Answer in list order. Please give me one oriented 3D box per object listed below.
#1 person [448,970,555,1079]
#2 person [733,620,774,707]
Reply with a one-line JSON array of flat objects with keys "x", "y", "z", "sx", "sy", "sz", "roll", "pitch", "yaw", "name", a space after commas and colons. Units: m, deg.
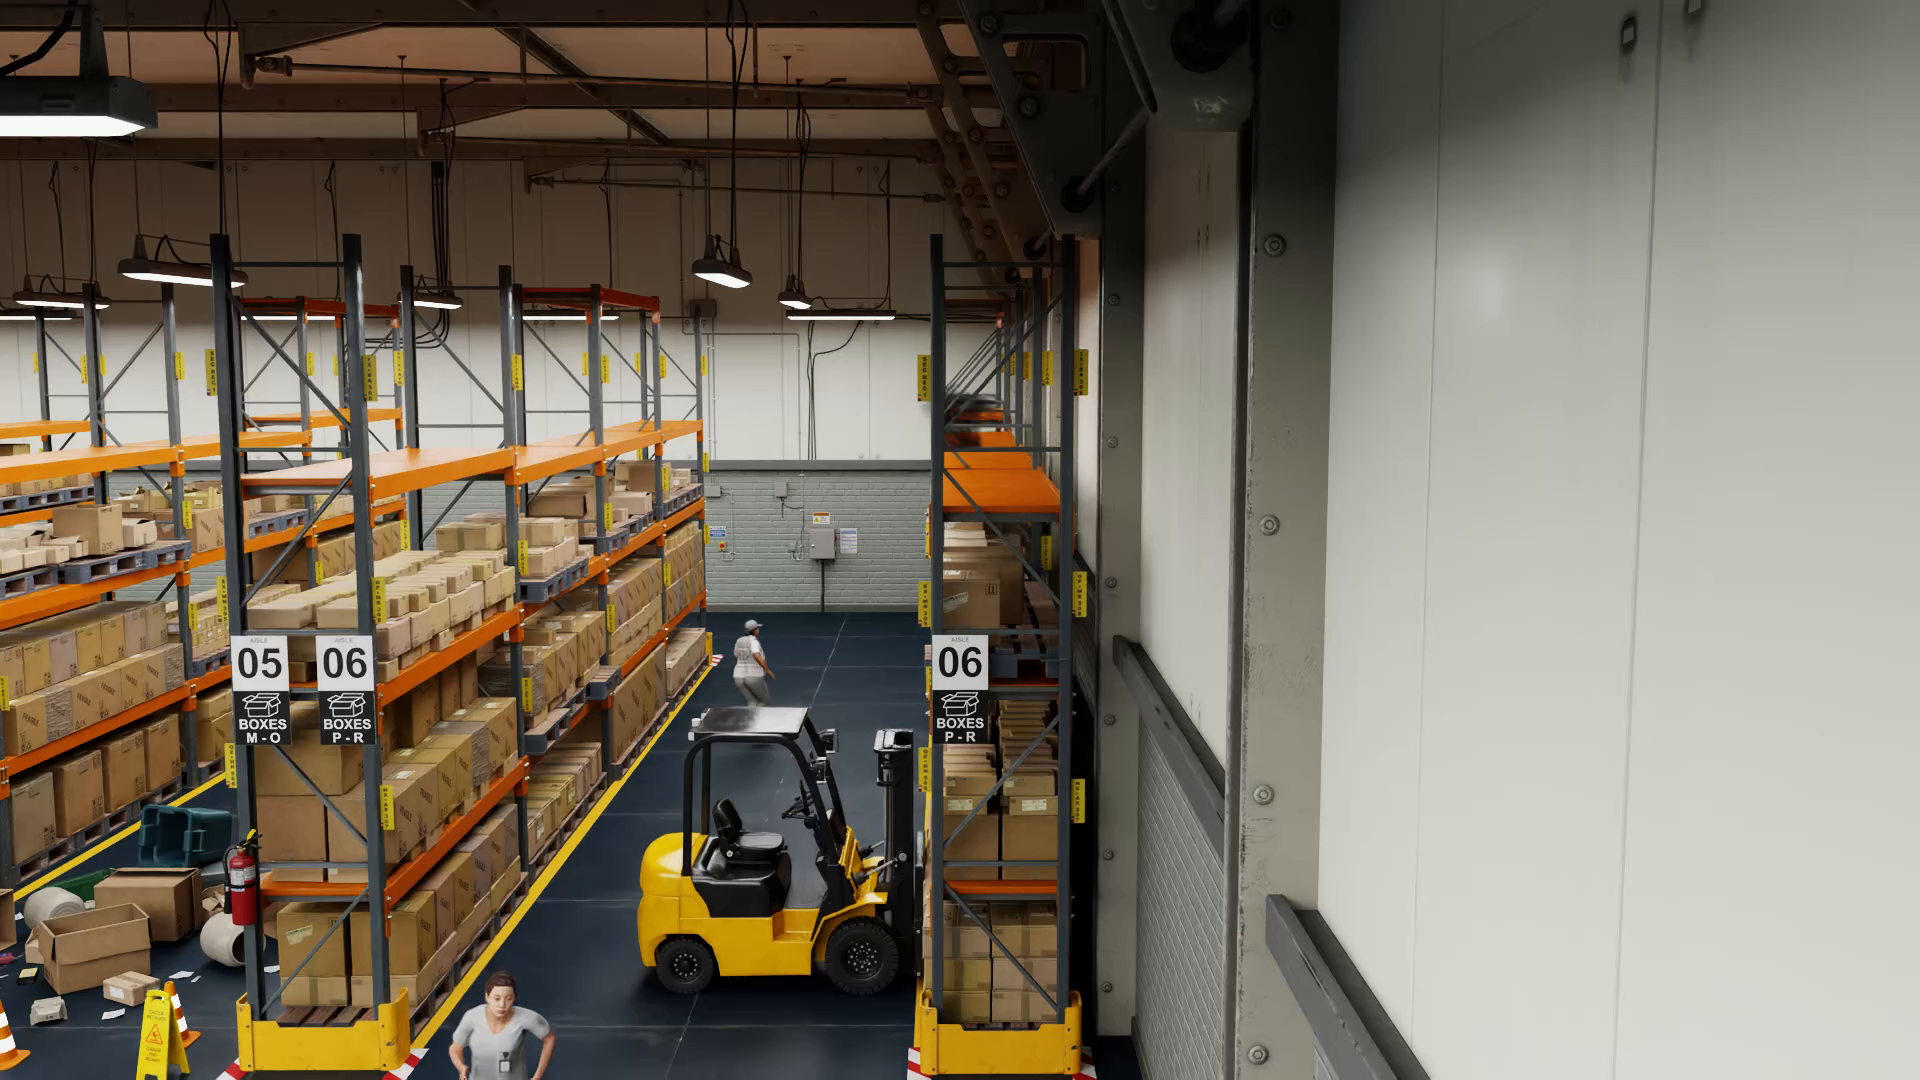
[{"x": -2.774, "y": 3.304, "z": 9.932, "sx": 0.659, "sy": 1.601, "sz": 0.806, "roll": 1, "pitch": 6, "yaw": 8, "name": "person"}, {"x": -2.860, "y": 1.908, "z": 22.692, "sx": 0.717, "sy": 1.601, "sz": 0.630, "roll": 4, "pitch": 7, "yaw": 29, "name": "person"}]
